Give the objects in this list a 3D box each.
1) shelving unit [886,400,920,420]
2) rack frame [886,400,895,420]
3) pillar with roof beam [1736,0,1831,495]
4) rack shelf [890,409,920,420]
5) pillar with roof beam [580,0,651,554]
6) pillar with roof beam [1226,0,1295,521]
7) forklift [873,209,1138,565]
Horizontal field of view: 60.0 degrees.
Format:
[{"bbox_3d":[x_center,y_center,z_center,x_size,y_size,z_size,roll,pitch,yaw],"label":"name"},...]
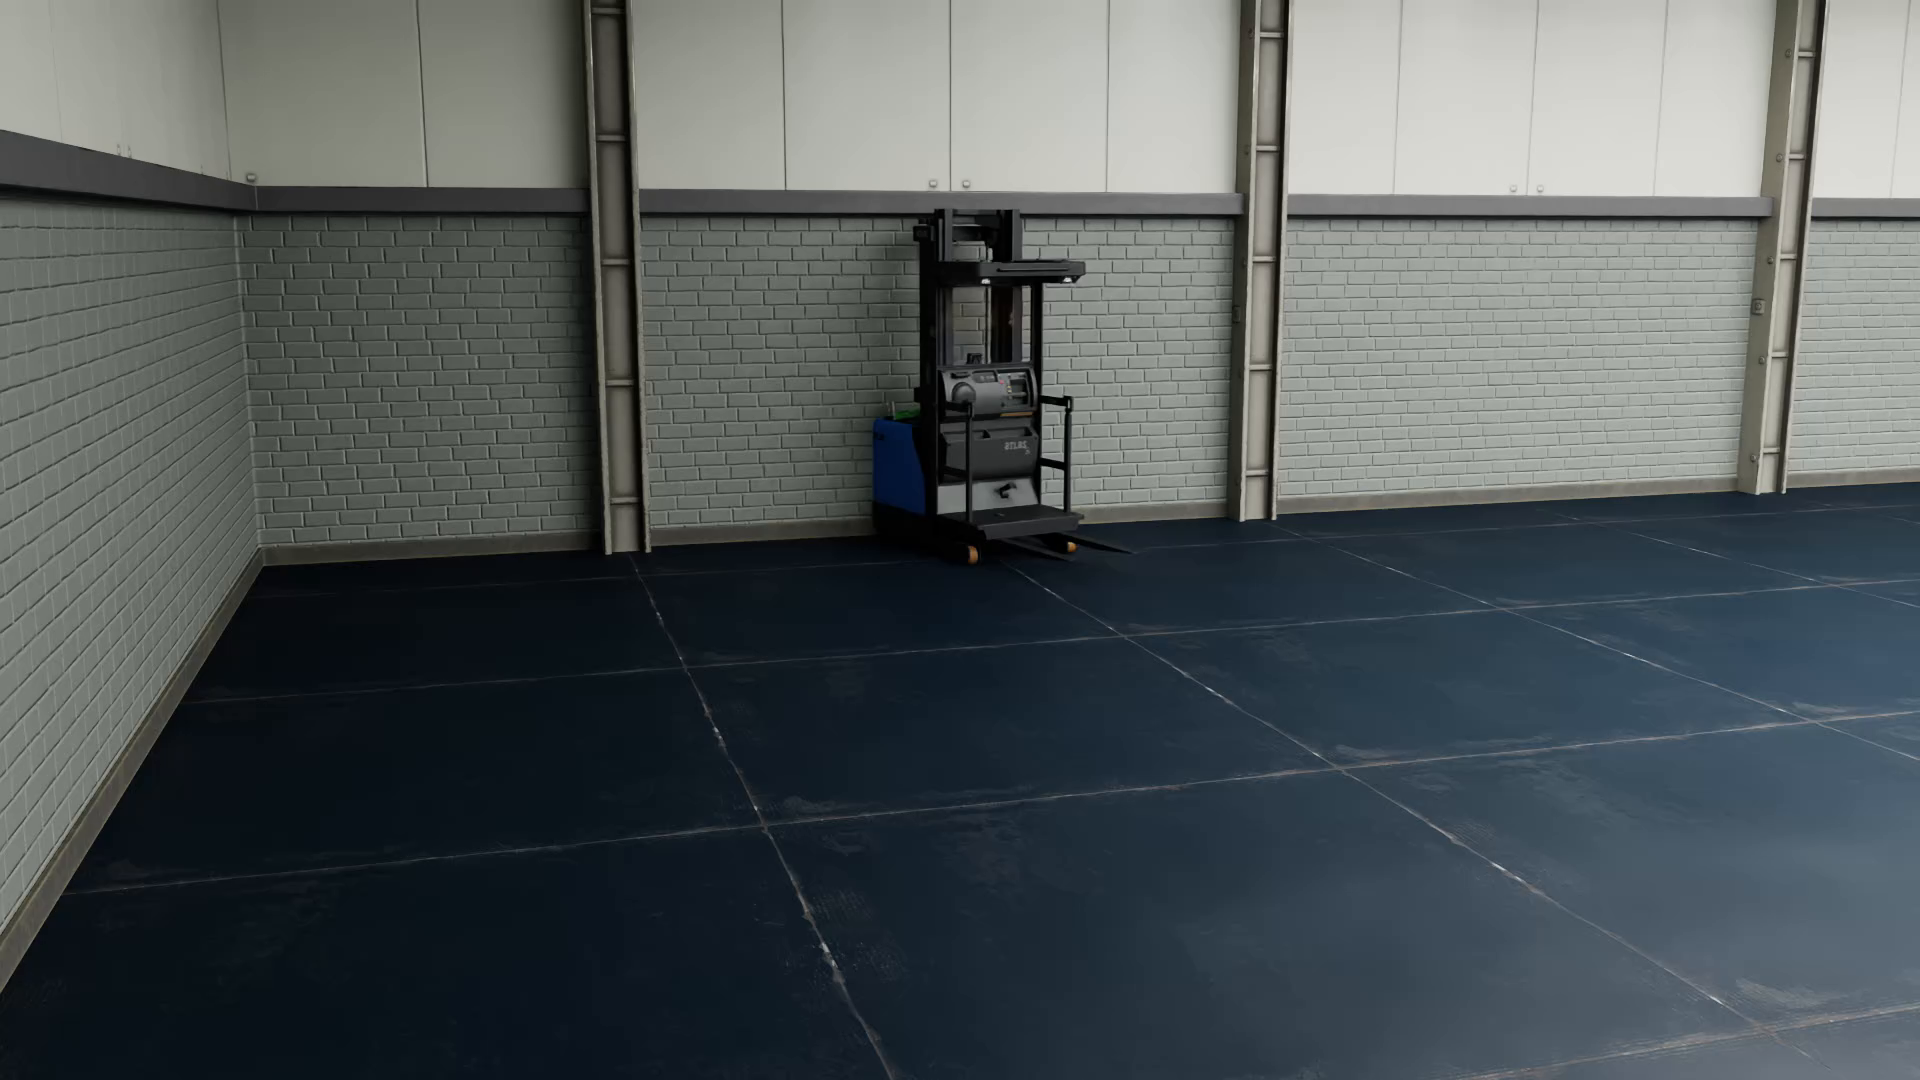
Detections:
[{"bbox_3d":[-0.338,-0.708,15.200,0.503,1.200,0.258,-9,10,-14],"label":"shelving unit"},{"bbox_3d":[-0.572,-0.673,15.139,0.015,1.200,0.240,-9,10,-14],"label":"rack frame"},{"bbox_3d":[9.803,-4.197,12.988,0.400,9.000,9.100,-3,11,-16],"label":"pillar with roof beam"},{"bbox_3d":[-0.381,-1.116,15.128,0.480,0.148,0.258,-9,10,-14],"label":"rack shelf"},{"bbox_3d":[-1.719,-3.589,9.689,0.400,9.000,9.100,-3,11,-16],"label":"pillar with roof beam"},{"bbox_3d":[4.042,-3.893,11.338,0.400,9.000,9.100,-3,11,-16],"label":"pillar with roof beam"},{"bbox_3d":[0.364,-1.326,14.154,1.130,2.935,3.031,-6,12,-30],"label":"forklift"}]
